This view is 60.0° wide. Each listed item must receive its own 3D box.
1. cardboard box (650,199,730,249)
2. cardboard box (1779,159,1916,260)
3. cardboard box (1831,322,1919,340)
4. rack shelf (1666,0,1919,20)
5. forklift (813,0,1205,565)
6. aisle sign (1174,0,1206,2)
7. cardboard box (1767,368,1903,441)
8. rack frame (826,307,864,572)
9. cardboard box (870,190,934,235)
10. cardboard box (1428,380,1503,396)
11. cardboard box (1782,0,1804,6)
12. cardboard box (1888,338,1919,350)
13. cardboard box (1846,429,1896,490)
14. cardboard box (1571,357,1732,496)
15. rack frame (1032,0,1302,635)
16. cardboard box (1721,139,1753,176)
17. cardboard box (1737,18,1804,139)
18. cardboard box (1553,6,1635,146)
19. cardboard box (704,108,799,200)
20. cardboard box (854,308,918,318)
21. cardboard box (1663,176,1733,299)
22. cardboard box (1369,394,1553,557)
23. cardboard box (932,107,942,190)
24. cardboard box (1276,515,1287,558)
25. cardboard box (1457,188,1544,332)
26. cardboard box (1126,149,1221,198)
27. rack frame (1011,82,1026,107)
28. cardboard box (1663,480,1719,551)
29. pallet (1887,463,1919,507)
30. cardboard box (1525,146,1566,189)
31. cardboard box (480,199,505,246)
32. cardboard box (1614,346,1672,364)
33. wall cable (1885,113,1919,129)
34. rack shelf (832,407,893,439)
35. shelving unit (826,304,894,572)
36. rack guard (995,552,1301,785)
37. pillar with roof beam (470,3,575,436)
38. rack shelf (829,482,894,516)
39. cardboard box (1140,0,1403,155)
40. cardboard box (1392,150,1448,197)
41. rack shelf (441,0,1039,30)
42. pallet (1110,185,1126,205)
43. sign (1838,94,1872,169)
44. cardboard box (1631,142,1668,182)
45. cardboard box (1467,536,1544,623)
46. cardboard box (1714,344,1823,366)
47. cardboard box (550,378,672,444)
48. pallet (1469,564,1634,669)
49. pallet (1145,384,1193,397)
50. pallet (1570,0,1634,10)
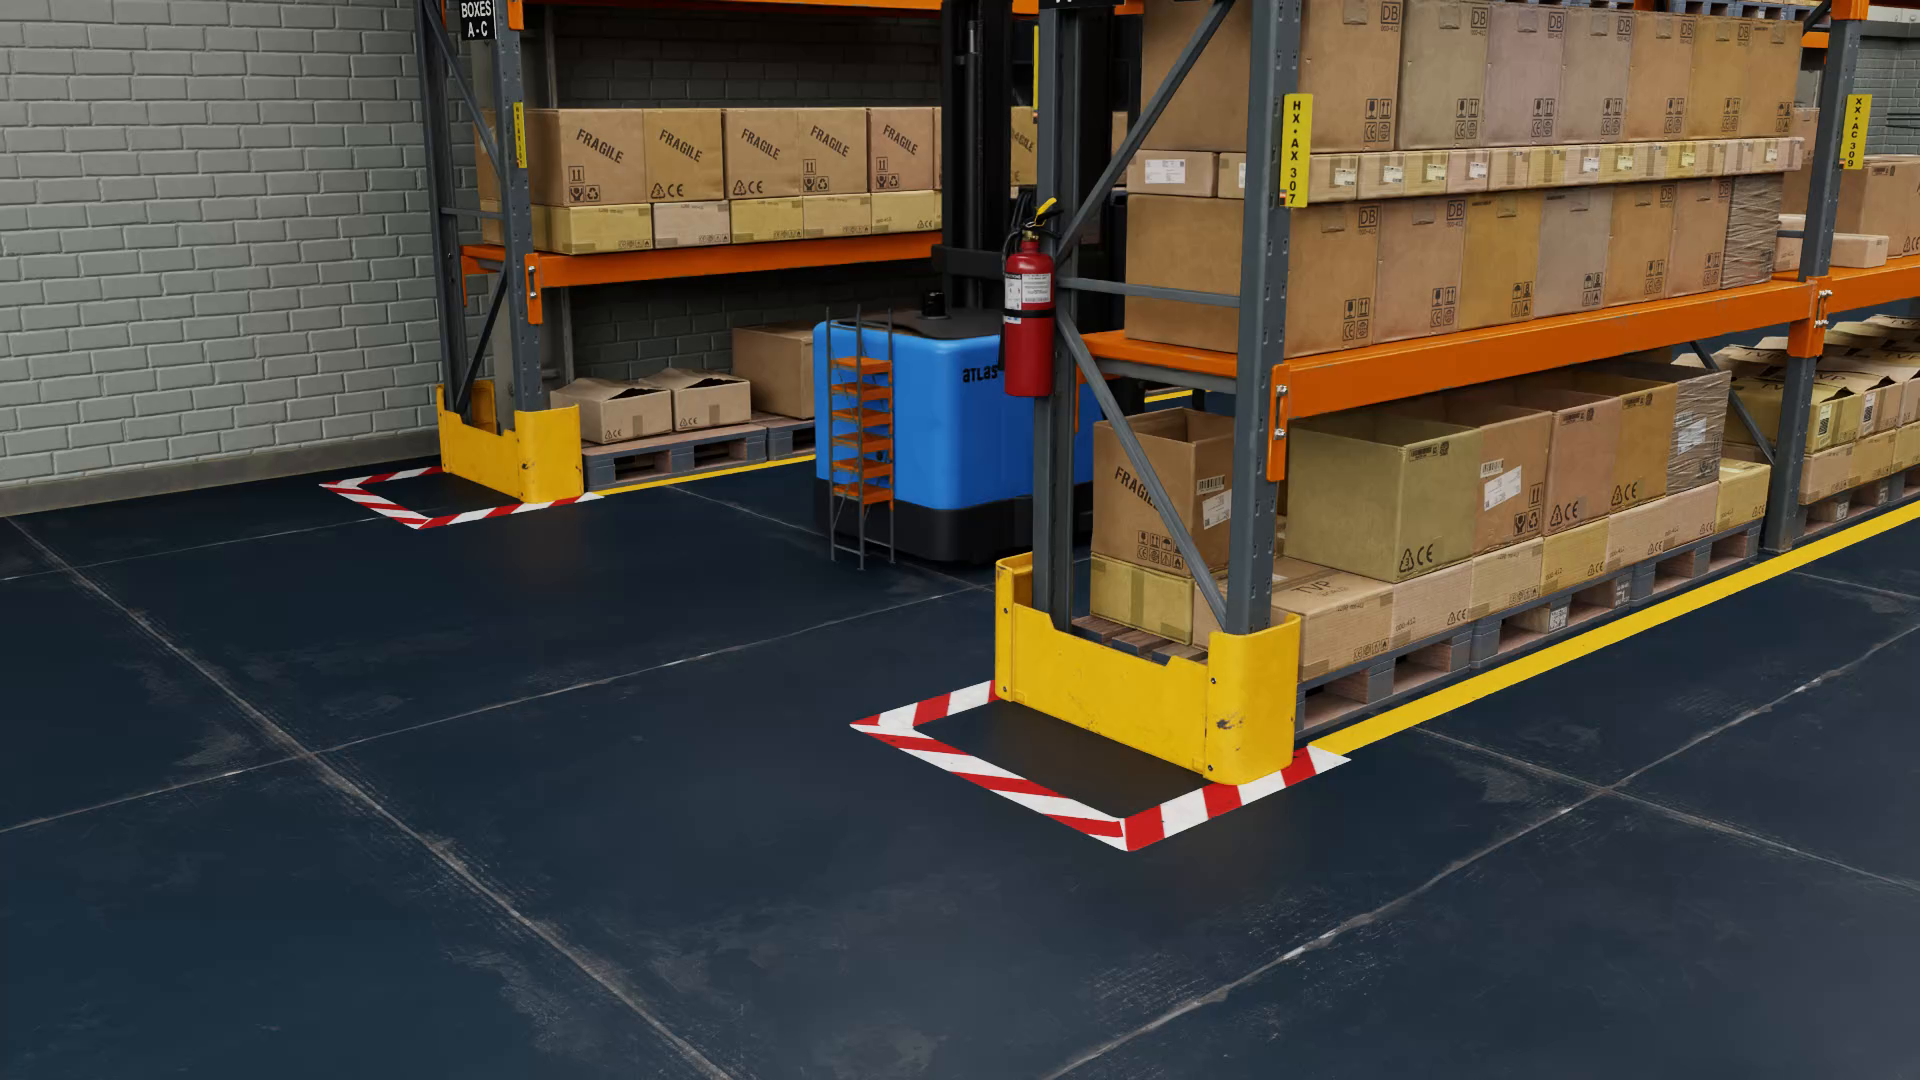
[{"bbox_3d":[-1.662,-1.817,9.493,0.500,0.250,0.500,-13,20,-41],"label":"cardboard box"},{"bbox_3d":[4.639,-1.747,8.784,0.500,0.500,0.500,-11,18,-35],"label":"cardboard box"},{"bbox_3d":[5.690,-1.183,10.295,0.500,0.311,0.500,-13,20,-41],"label":"cardboard box"},{"bbox_3d":[5.160,-2.923,8.962,4.000,0.370,1.077,-13,19,-39],"label":"rack shelf"},{"bbox_3d":[0.704,-1.598,8.552,3.031,2.935,1.130,-13,20,-40],"label":"forklift"},{"bbox_3d":[0.785,-1.990,4.850,0.004,0.787,0.394,-13,19,-39],"label":"aisle sign"},{"bbox_3d":[4.508,-0.733,8.610,0.500,0.311,0.500,-13,20,-40],"label":"cardboard box"},{"bbox_3d":[-0.527,-0.456,7.633,0.006,1.200,0.240,-13,20,-40],"label":"rack frame"},{"bbox_3d":[-0.512,-2.073,10.451,0.500,0.250,0.500,-13,20,-40],"label":"cardboard box"},{"bbox_3d":[1.966,-0.447,7.173,0.500,0.500,0.500,-13,19,-39],"label":"cardboard box"},{"bbox_3d":[8.679,-5.843,17.782,0.500,0.250,0.500,-14,20,-41],"label":"cardboard box"},{"bbox_3d":[5.665,-0.995,9.589,0.500,0.311,0.500,-13,20,-40],"label":"cardboard box"},{"bbox_3d":[4.505,-0.463,8.687,0.500,0.250,0.500,-12,19,-38],"label":"cardboard box"},{"bbox_3d":[3.060,-0.516,7.430,0.500,0.500,0.500,-13,19,-39],"label":"cardboard box"},{"bbox_3d":[0.634,-0.805,5.451,0.127,3.000,1.000,-13,19,-39],"label":"rack frame"},{"bbox_3d":[3.203,-1.670,7.239,0.250,0.149,0.380,-13,20,-41],"label":"cardboard box"},{"bbox_3d":[3.321,-2.081,7.521,0.500,0.500,0.700,-13,19,-39],"label":"cardboard box"},{"bbox_3d":[2.185,-1.826,6.566,0.500,0.500,0.700,-13,19,-39],"label":"cardboard box"},{"bbox_3d":[-1.290,-2.259,9.692,0.500,0.500,0.500,-13,20,-41],"label":"cardboard box"},{"bbox_3d":[-0.360,-1.268,11.174,0.500,0.500,0.500,14,21,43],"label":"cardboard box"},{"bbox_3d":[2.927,-1.364,7.350,0.500,0.500,0.700,-13,20,-40],"label":"cardboard box"},{"bbox_3d":[1.929,-0.261,6.478,0.500,0.500,0.500,-13,19,-39],"label":"cardboard box"},{"bbox_3d":[-0.130,-2.520,10.670,0.500,0.500,0.500,-13,20,-40],"label":"cardboard box"},{"bbox_3d":[1.214,0.085,6.633,0.500,0.250,0.500,-13,19,-39],"label":"cardboard box"},{"bbox_3d":[1.766,-1.103,6.372,0.500,0.500,0.700,-12,19,-39],"label":"cardboard box"},{"bbox_3d":[0.797,-1.268,5.735,0.250,0.149,0.380,-13,20,-40],"label":"cardboard box"},{"bbox_3d":[0.397,-2.446,11.596,0.127,3.000,1.000,-13,19,-39],"label":"rack frame"},{"bbox_3d":[3.061,-0.153,7.525,0.500,0.250,0.500,-13,19,-39],"label":"cardboard box"},{"bbox_3d":[5.102,-0.475,9.621,1.213,0.211,1.003,-13,19,-39],"label":"pallet"},{"bbox_3d":[2.041,-1.410,6.264,0.250,0.149,0.380,-13,20,-40],"label":"cardboard box"},{"bbox_3d":[-2.396,-1.823,9.513,0.500,0.250,0.500,-12,19,-39],"label":"cardboard box"},{"bbox_3d":[3.096,-0.702,8.126,0.500,0.500,0.500,-13,19,-39],"label":"cardboard box"},{"bbox_3d":[13.950,-6.766,22.159,0.112,2.526,3.097,-13,19,-39],"label":"wall cable"},{"bbox_3d":[-0.459,-0.545,7.673,0.180,0.103,0.258,-13,20,-40],"label":"rack shelf"},{"bbox_3d":[-0.459,-0.472,7.692,0.189,1.200,0.258,-13,20,-40],"label":"shelving unit"},{"bbox_3d":[0.616,0.407,5.758,0.348,0.500,1.175,-13,19,-39],"label":"rack guard"},{"bbox_3d":[0.165,-4.116,6.221,0.400,9.000,9.100,-13,19,-39],"label":"pillar with roof beam"},{"bbox_3d":[-0.459,-0.197,7.766,0.180,0.103,0.258,-13,20,-40],"label":"rack shelf"},{"bbox_3d":[1.034,-1.566,5.591,0.500,0.500,0.700,-13,19,-39],"label":"cardboard box"},{"bbox_3d":[1.458,-1.278,5.773,0.250,0.149,0.380,-13,19,-39],"label":"cardboard box"},{"bbox_3d":[-1.112,-3.209,10.033,4.000,0.370,1.077,-13,19,-39],"label":"rack shelf"},{"bbox_3d":[1.069,-2.455,11.999,1.213,0.211,1.003,-13,19,-39],"label":"pallet"},{"bbox_3d":[4.017,-1.831,7.462,0.005,0.325,0.100,-13,19,-39],"label":"sign"},{"bbox_3d":[2.628,-1.542,6.758,0.250,0.149,0.380,-12,19,-38],"label":"cardboard box"},{"bbox_3d":[1.937,0.103,6.566,0.500,0.250,0.500,-13,19,-39],"label":"cardboard box"},{"bbox_3d":[4.535,-0.926,9.331,0.500,0.311,0.500,-13,20,-40],"label":"cardboard box"},{"bbox_3d":[-2.040,-0.782,9.722,0.500,0.311,0.500,13,20,41],"label":"cardboard box"},{"bbox_3d":[2.103,0.199,7.096,1.213,0.211,1.003,-13,19,-39],"label":"pallet"},{"bbox_3d":[0.983,-1.231,12.450,1.213,0.211,1.003,-13,19,-39],"label":"pallet"},{"bbox_3d":[5.772,-4.993,15.690,1.217,0.209,0.805,-14,20,-42],"label":"pallet"}]
